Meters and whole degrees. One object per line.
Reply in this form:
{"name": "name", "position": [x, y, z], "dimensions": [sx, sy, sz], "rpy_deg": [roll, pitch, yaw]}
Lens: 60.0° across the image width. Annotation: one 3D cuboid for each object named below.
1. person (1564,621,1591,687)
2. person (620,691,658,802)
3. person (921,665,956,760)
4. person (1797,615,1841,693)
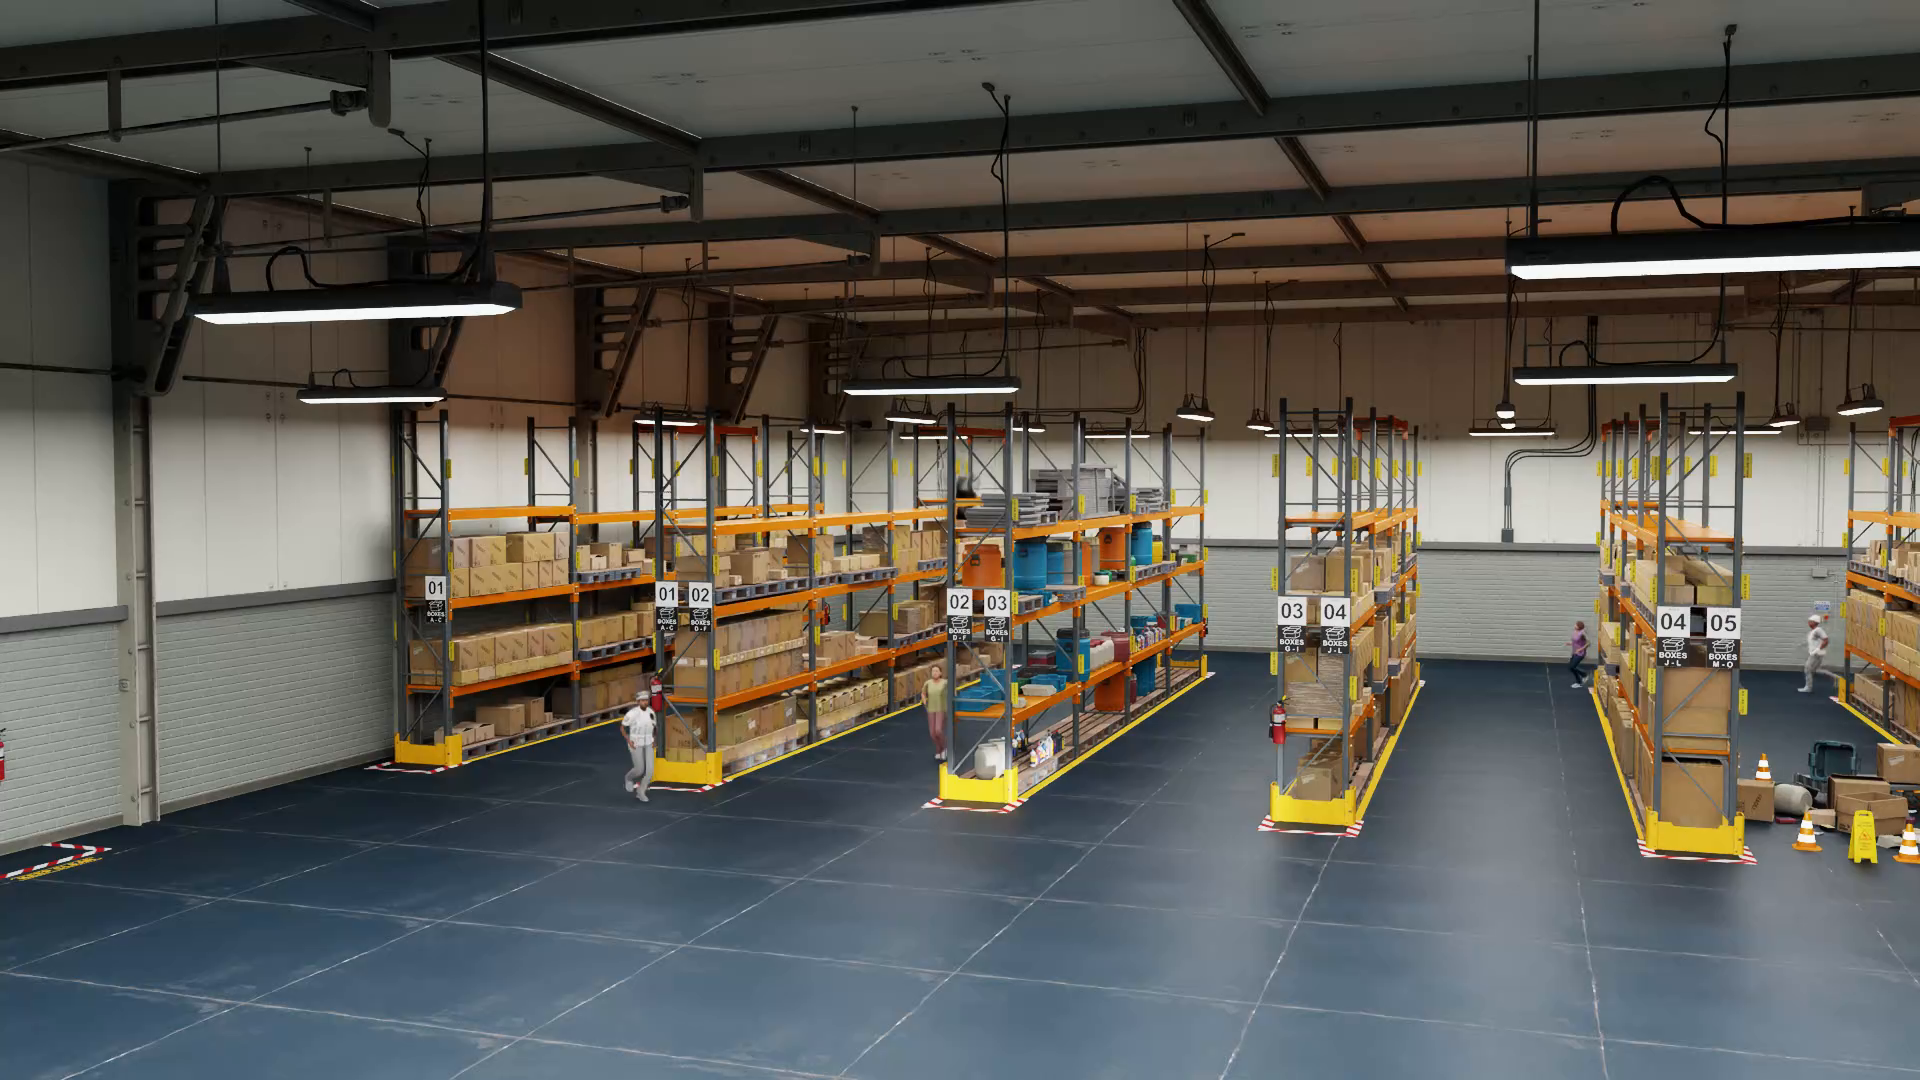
{"name": "person", "position": [14.120, 2.609, 37.981], "dimensions": [0.571, 1.551, 0.557], "rpy_deg": [0, 2, -4]}
{"name": "person", "position": [-4.858, 3.106, 25.204], "dimensions": [0.598, 1.680, 0.531], "rpy_deg": [-2, 3, -38]}
{"name": "person", "position": [-0.406, 2.952, 28.478], "dimensions": [0.578, 1.629, 0.590], "rpy_deg": [1, 3, 18]}
{"name": "person", "position": [19.125, 2.541, 36.969], "dimensions": [0.889, 1.750, 0.672], "rpy_deg": [1, 3, 21]}
